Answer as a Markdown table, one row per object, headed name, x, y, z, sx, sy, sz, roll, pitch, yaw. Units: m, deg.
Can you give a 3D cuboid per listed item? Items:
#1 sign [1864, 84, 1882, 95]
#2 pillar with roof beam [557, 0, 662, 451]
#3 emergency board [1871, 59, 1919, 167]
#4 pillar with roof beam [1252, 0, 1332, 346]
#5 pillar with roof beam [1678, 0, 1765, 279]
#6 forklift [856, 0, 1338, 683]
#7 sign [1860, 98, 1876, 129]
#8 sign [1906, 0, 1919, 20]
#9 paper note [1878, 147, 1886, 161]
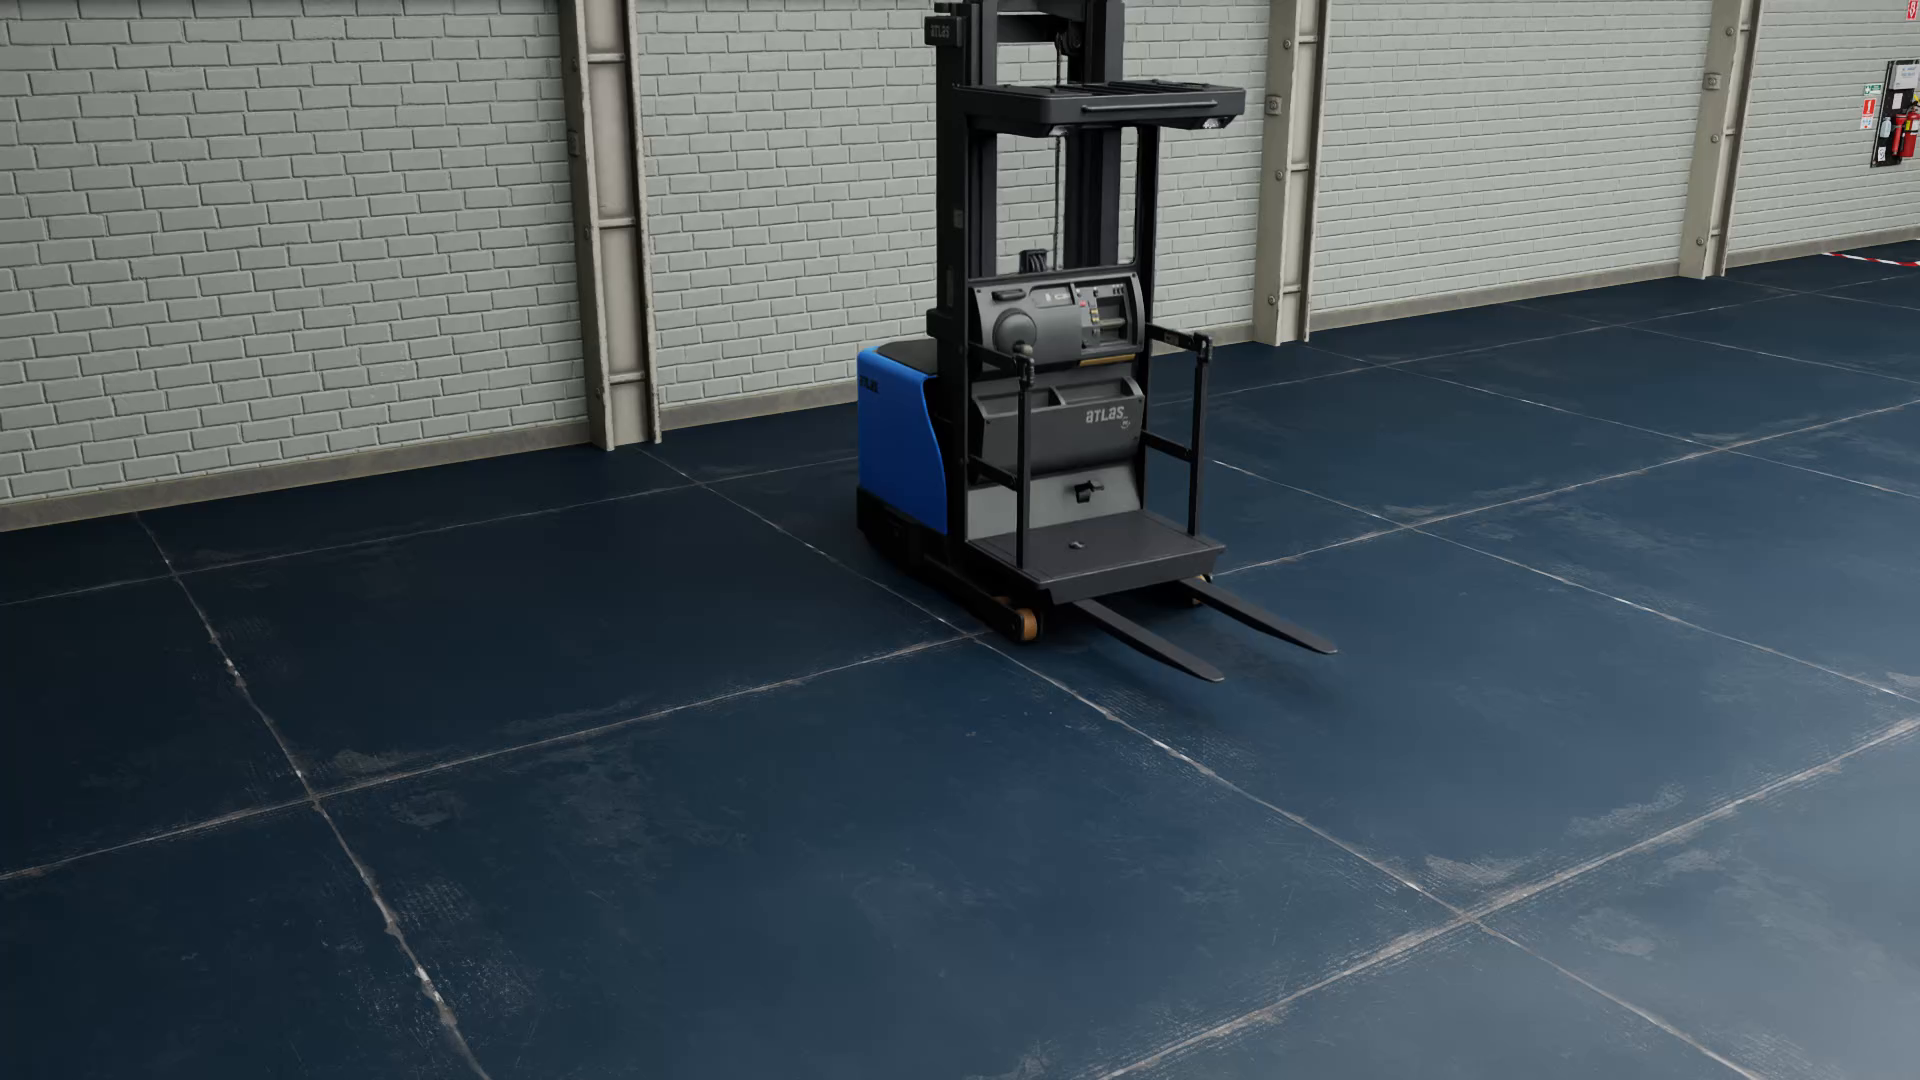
| name | x | y | z | sx | sy | sz | roll | pitch | yaw |
| --- | --- | --- | --- | --- | --- | --- | --- | --- | --- |
| sign | 10.185 | -5.026 | 18.546 | 0.331 | 0.109 | 0.001 | -12 | 22 | -31 |
| pillar with roof beam | 0.114 | -3.775 | 6.360 | 0.400 | 9.000 | 9.100 | -12 | 22 | -31 |
| emergency board | 10.695 | -4.830 | 18.847 | 0.643 | 1.169 | 0.194 | -12 | 22 | -31 |
| pillar with roof beam | 5.125 | -4.832 | 9.486 | 0.400 | 9.000 | 9.100 | -12 | 22 | -31 |
| pillar with roof beam | 10.136 | -5.888 | 12.612 | 0.400 | 9.000 | 9.100 | -12 | 22 | -31 |
| forklift | 0.591 | -1.070 | 7.835 | 1.130 | 2.935 | 3.031 | -10 | 21 | -28 |
| sign | 10.176 | -4.777 | 18.635 | 0.234 | 0.329 | 0.001 | -12 | 22 | -31 |
| sign | 10.633 | -5.953 | 18.551 | 0.199 | 0.298 | 0.001 | -12 | 22 | -31 |
| paper note | 10.509 | -4.400 | 18.951 | 0.142 | 0.148 | 0.016 | -12 | 22 | -31 |
